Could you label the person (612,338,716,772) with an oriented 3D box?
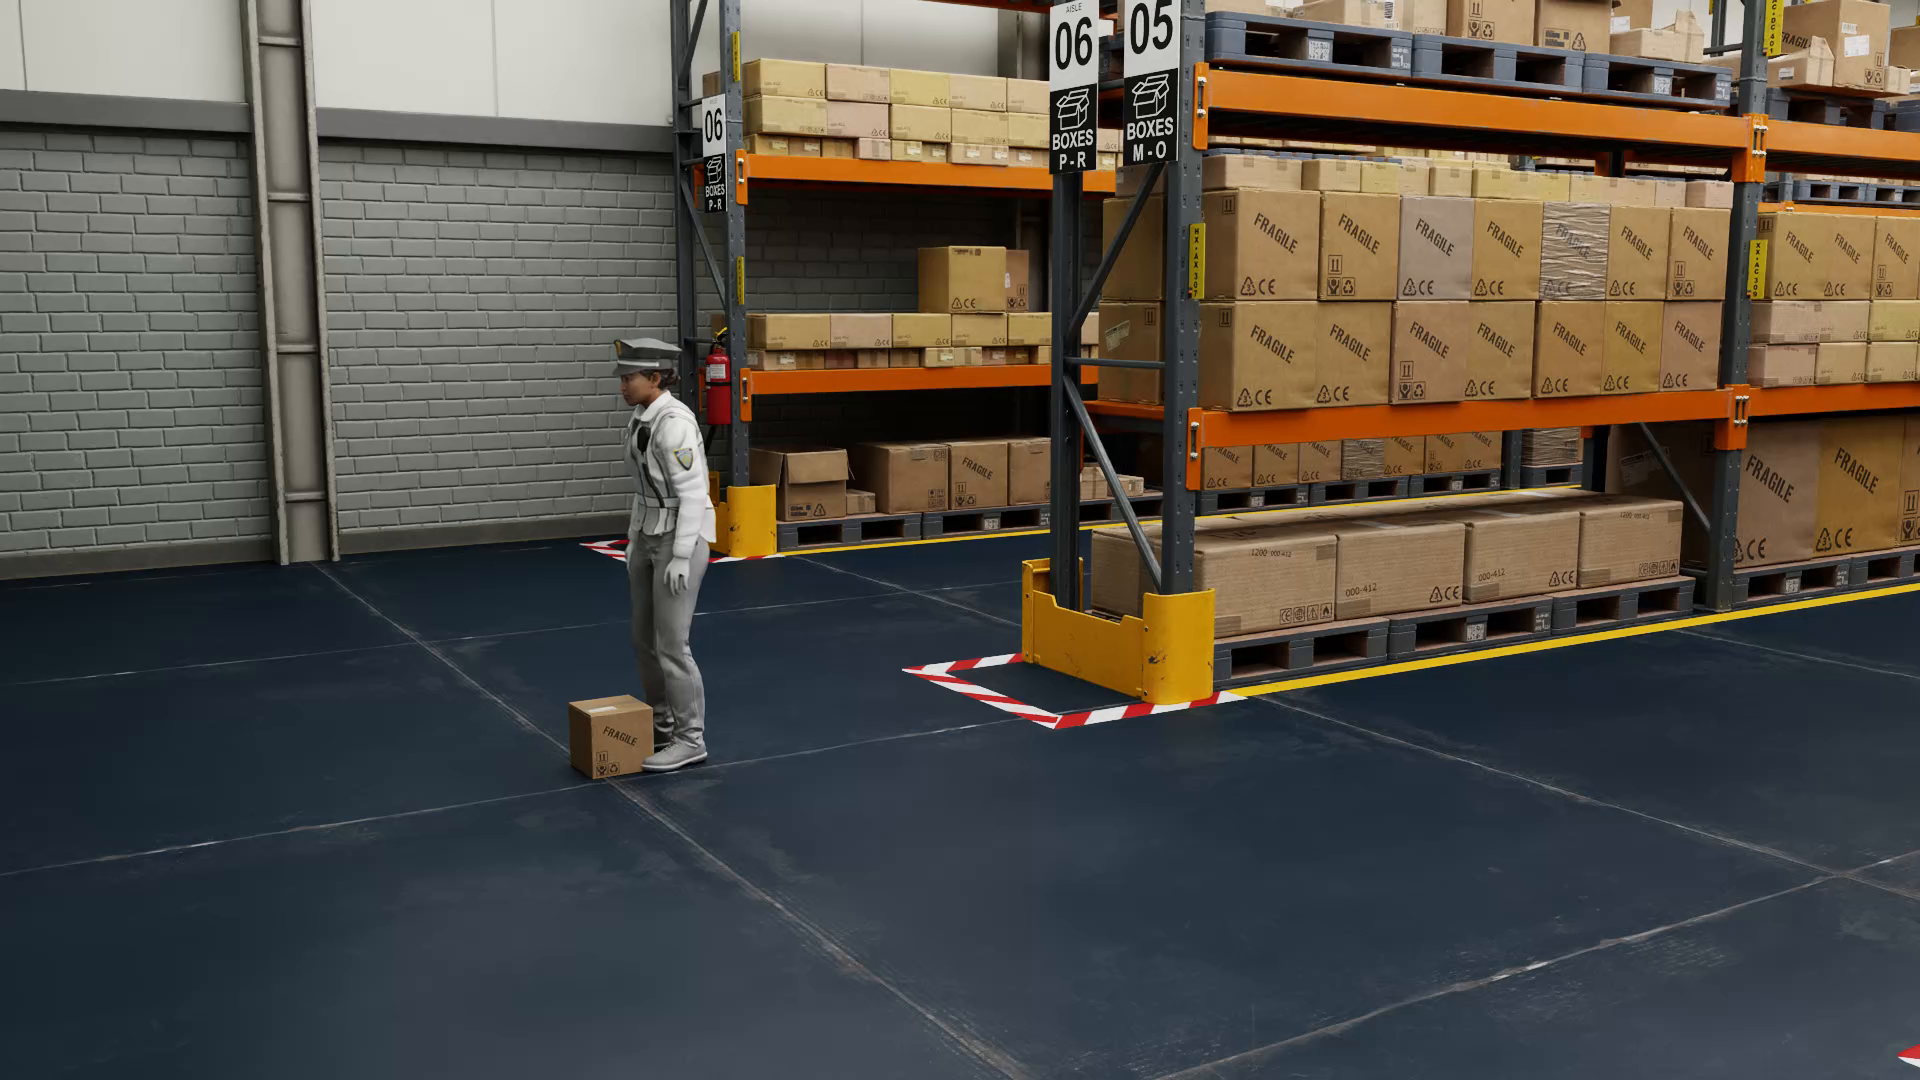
[{"bbox_3d":[-1.160,0.047,6.495,0.379,1.663,0.533,-5,10,-32],"label":"person"}]
